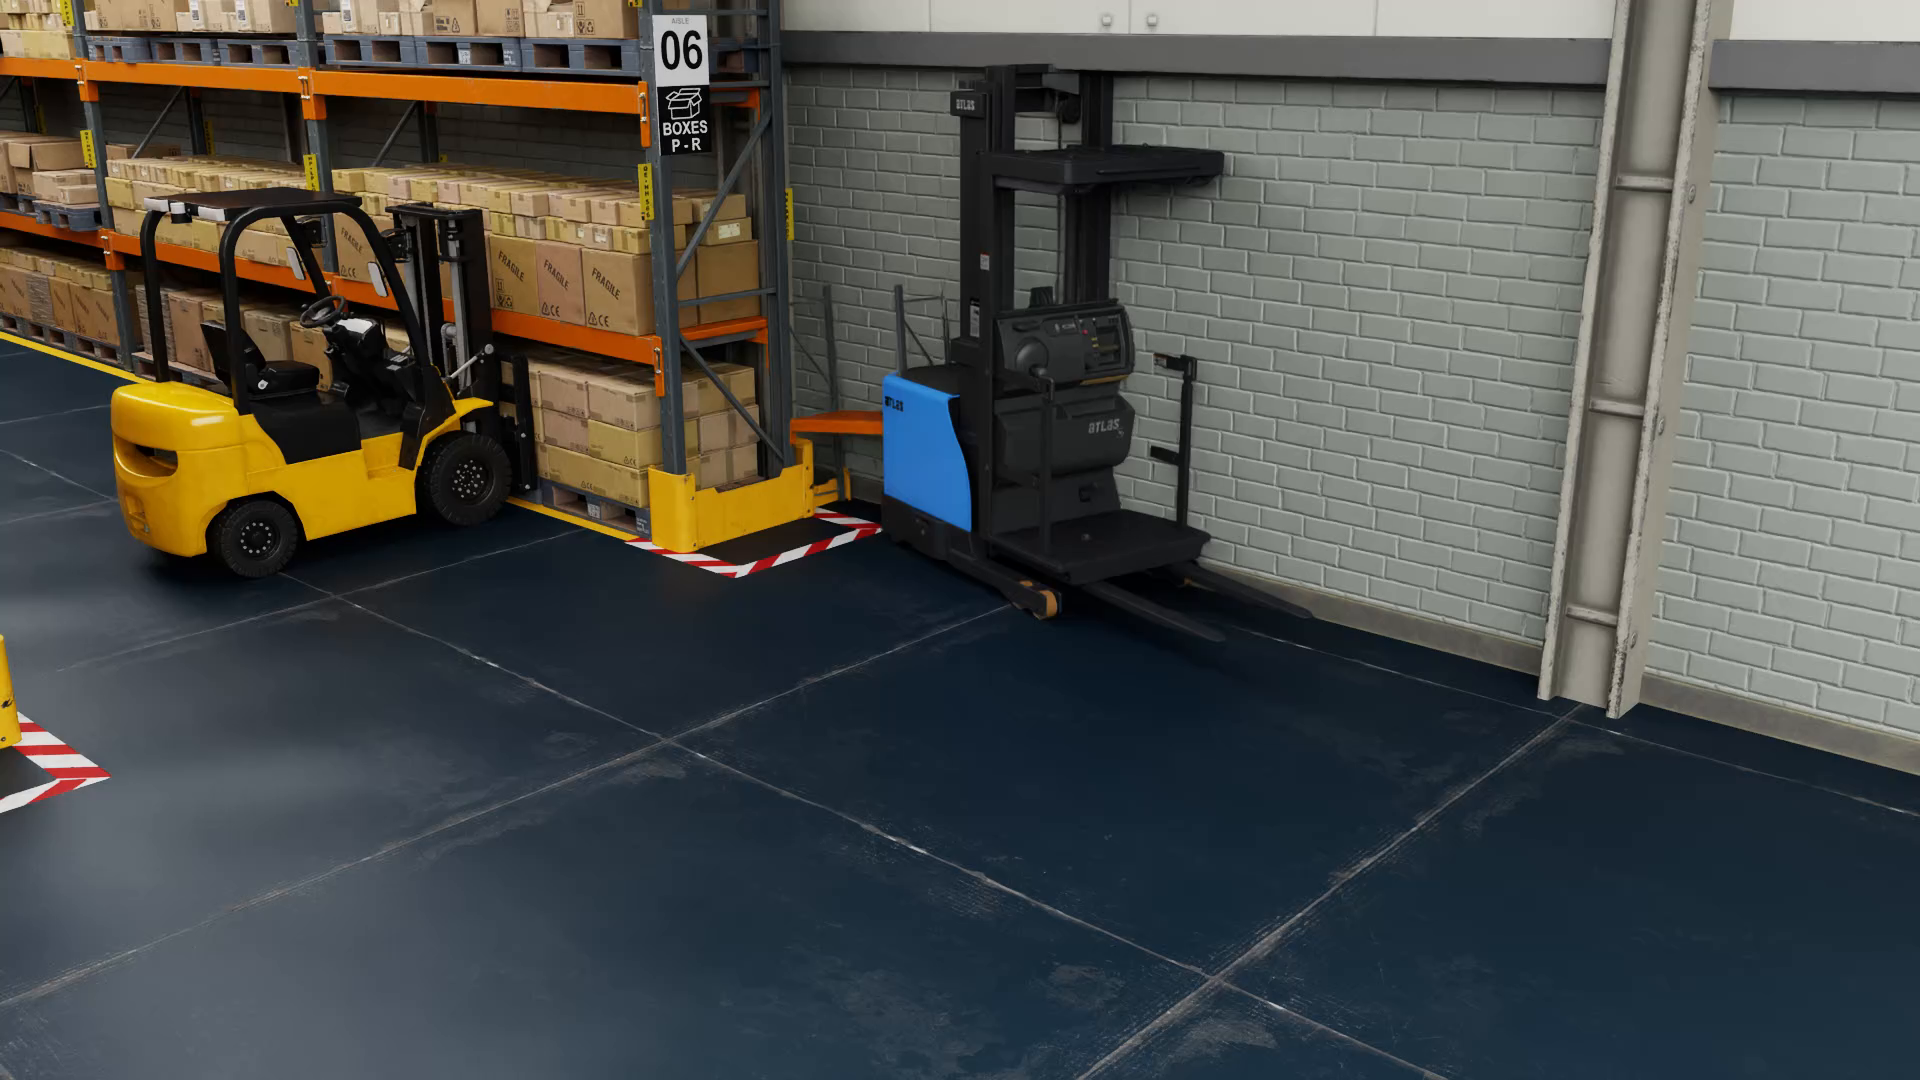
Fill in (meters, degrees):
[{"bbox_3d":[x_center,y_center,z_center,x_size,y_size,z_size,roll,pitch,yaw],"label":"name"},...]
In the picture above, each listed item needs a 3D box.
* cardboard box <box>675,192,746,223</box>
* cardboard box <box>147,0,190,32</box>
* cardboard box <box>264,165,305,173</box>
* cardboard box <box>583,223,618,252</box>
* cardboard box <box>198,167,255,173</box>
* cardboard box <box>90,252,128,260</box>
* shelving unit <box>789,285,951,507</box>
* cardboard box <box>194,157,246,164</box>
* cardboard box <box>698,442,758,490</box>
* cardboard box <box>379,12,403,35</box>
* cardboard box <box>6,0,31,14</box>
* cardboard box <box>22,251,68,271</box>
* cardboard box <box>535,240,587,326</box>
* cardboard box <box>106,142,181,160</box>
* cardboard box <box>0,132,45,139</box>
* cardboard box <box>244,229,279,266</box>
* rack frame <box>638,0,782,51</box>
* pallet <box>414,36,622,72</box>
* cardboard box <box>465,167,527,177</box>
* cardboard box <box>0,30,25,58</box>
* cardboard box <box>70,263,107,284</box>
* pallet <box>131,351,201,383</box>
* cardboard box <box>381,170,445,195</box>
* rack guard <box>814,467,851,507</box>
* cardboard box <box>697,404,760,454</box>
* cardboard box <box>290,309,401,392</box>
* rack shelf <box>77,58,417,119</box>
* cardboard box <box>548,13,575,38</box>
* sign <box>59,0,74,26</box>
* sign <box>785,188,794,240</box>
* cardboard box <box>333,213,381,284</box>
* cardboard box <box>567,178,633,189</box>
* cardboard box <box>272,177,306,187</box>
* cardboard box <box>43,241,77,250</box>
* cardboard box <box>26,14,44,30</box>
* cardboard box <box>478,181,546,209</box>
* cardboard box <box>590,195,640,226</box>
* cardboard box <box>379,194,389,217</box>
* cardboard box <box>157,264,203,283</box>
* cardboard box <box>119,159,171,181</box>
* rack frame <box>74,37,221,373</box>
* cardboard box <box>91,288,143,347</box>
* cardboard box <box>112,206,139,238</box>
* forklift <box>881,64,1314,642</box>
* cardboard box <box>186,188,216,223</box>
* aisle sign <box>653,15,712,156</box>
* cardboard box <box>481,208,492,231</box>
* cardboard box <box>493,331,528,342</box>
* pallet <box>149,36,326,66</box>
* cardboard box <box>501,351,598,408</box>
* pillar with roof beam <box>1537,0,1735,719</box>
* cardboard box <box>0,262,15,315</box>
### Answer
[{"bbox_3d":[-1.591,-2.126,10.623,0.250,0.149,0.380,14,23,38],"label":"cardboard box"},{"bbox_3d":[-6.323,-4.438,13.654,0.500,0.500,0.500,16,23,41],"label":"cardboard box"},{"bbox_3d":[-5.703,-3.107,14.207,0.250,0.149,0.380,15,23,40],"label":"cardboard box"},{"bbox_3d":[-2.137,-1.919,10.463,0.250,0.149,0.380,16,23,40],"label":"cardboard box"},{"bbox_3d":[-6.191,-3.057,14.048,0.250,0.149,0.380,15,23,39],"label":"cardboard box"},{"bbox_3d":[-8.651,-2.859,17.026,0.250,0.149,0.380,15,23,40],"label":"cardboard box"},{"bbox_3d":[-0.605,-0.908,10.863,1.083,1.500,0.587,5,13,38],"label":"shelving unit"},{"bbox_3d":[-6.664,-3.362,15.009,0.250,0.149,0.380,15,23,39],"label":"cardboard box"},{"bbox_3d":[-1.719,-0.544,11.219,0.500,0.250,0.500,15,23,39],"label":"cardboard box"},{"bbox_3d":[-3.764,-3.559,11.466,0.250,0.149,0.380,16,24,41],"label":"cardboard box"},{"bbox_3d":[-8.699,-5.020,15.611,0.250,0.149,0.380,14,23,38],"label":"cardboard box"},{"bbox_3d":[-9.347,-2.859,17.027,0.250,0.149,0.380,16,24,41],"label":"cardboard box"},{"bbox_3d":[-2.405,-1.705,10.860,0.500,0.500,0.500,16,24,41],"label":"cardboard box"},{"bbox_3d":[-7.746,-3.504,15.836,0.500,0.500,0.500,16,24,42],"label":"cardboard box"},{"bbox_3d":[-9.856,-3.917,17.136,0.500,0.500,0.700,15,23,40],"label":"cardboard box"},{"bbox_3d":[-5.403,-2.385,13.416,0.500,0.250,0.500,15,23,39],"label":"cardboard box"},{"bbox_3d":[-1.481,-4.371,9.509,0.127,3.000,1.000,15,23,39],"label":"rack frame"},{"bbox_3d":[-2.910,-3.292,11.213,1.213,0.211,1.003,15,23,39],"label":"pallet"},{"bbox_3d":[-3.438,-2.672,12.342,0.250,0.149,0.380,14,23,38],"label":"cardboard box"},{"bbox_3d":[-8.761,-4.725,15.832,0.500,0.250,0.500,15,23,39],"label":"cardboard box"},{"bbox_3d":[-8.395,-2.588,16.174,0.250,0.149,0.380,14,22,37],"label":"cardboard box"},{"bbox_3d":[-6.875,-1.615,15.351,1.213,0.211,1.003,15,23,39],"label":"pallet"},{"bbox_3d":[-3.979,-2.601,12.119,0.250,0.149,0.380,14,23,38],"label":"cardboard box"},{"bbox_3d":[-0.961,-0.327,11.281,0.087,0.250,0.587,5,13,38],"label":"rack guard"},{"bbox_3d":[-1.695,-0.781,11.138,0.500,0.250,0.500,16,23,40],"label":"cardboard box"},{"bbox_3d":[-4.871,-1.485,13.565,0.625,0.625,0.875,16,24,42],"label":"cardboard box"},{"bbox_3d":[-5.969,-3.803,13.867,4.000,0.370,1.077,15,23,39],"label":"rack shelf"},{"bbox_3d":[-2.303,-3.167,10.229,0.250,0.149,0.380,14,22,38],"label":"cardboard box"},{"bbox_3d":[-7.826,-4.672,14.560,0.005,0.325,0.100,15,23,39],"label":"sign"},{"bbox_3d":[-1.108,-2.086,10.665,0.005,0.325,0.100,15,23,39],"label":"sign"},{"bbox_3d":[-4.314,-2.214,12.465,0.500,0.500,0.500,14,22,38],"label":"cardboard box"},{"bbox_3d":[-2.491,-2.411,11.522,0.250,0.149,0.380,14,23,38],"label":"cardboard box"},{"bbox_3d":[-5.229,-2.799,13.234,0.250,0.149,0.380,15,23,39],"label":"cardboard box"},{"bbox_3d":[-9.602,-3.132,17.887,0.250,0.149,0.380,15,23,40],"label":"cardboard box"},{"bbox_3d":[-8.465,-4.838,15.527,0.250,0.149,0.380,15,23,39],"label":"cardboard box"},{"bbox_3d":[-3.040,-2.341,11.300,0.250,0.149,0.380,15,23,40],"label":"cardboard box"},{"bbox_3d":[-2.094,-2.077,10.468,0.250,0.149,0.380,15,23,39],"label":"cardboard box"},{"bbox_3d":[-4.001,-2.450,12.137,0.250,0.149,0.380,15,23,39],"label":"cardboard box"},{"bbox_3d":[-7.648,-2.611,16.246,0.250,0.149,0.380,17,24,42],"label":"cardboard box"},{"bbox_3d":[-7.221,-3.291,14.785,0.250,0.149,0.380,16,23,40],"label":"cardboard box"},{"bbox_3d":[-7.465,-3.118,15.477,0.127,3.000,1.000,15,23,39],"label":"rack frame"},{"bbox_3d":[-7.924,-2.163,15.906,0.500,0.500,0.500,16,24,41],"label":"cardboard box"},{"bbox_3d":[-7.295,-2.902,15.045,0.500,0.250,0.500,15,23,39],"label":"cardboard box"},{"bbox_3d":[0.729,-1.118,9.290,1.130,2.935,3.031,-11,21,-32],"label":"forklift"},{"bbox_3d":[-6.143,-2.834,14.003,0.500,0.250,0.500,15,23,40],"label":"cardboard box"},{"bbox_3d":[-1.627,-2.671,9.772,0.004,0.787,0.394,15,23,39],"label":"aisle sign"},{"bbox_3d":[-3.029,-2.197,11.339,0.250,0.149,0.380,15,23,39],"label":"cardboard box"},{"bbox_3d":[-3.218,-1.423,12.335,0.500,0.250,0.500,15,23,40],"label":"cardboard box"},{"bbox_3d":[-6.059,-4.118,13.981,1.213,0.211,1.003,16,24,42],"label":"pallet"},{"bbox_3d":[-2.802,-1.100,11.317,0.500,0.250,0.500,15,23,40],"label":"cardboard box"},{"bbox_3d":[0.226,-2.536,3.727,0.400,9.000,9.100,15,23,39],"label":"pillar with roof beam"},{"bbox_3d":[-9.839,-2.677,17.526,0.500,0.500,0.500,15,23,39],"label":"cardboard box"}]
